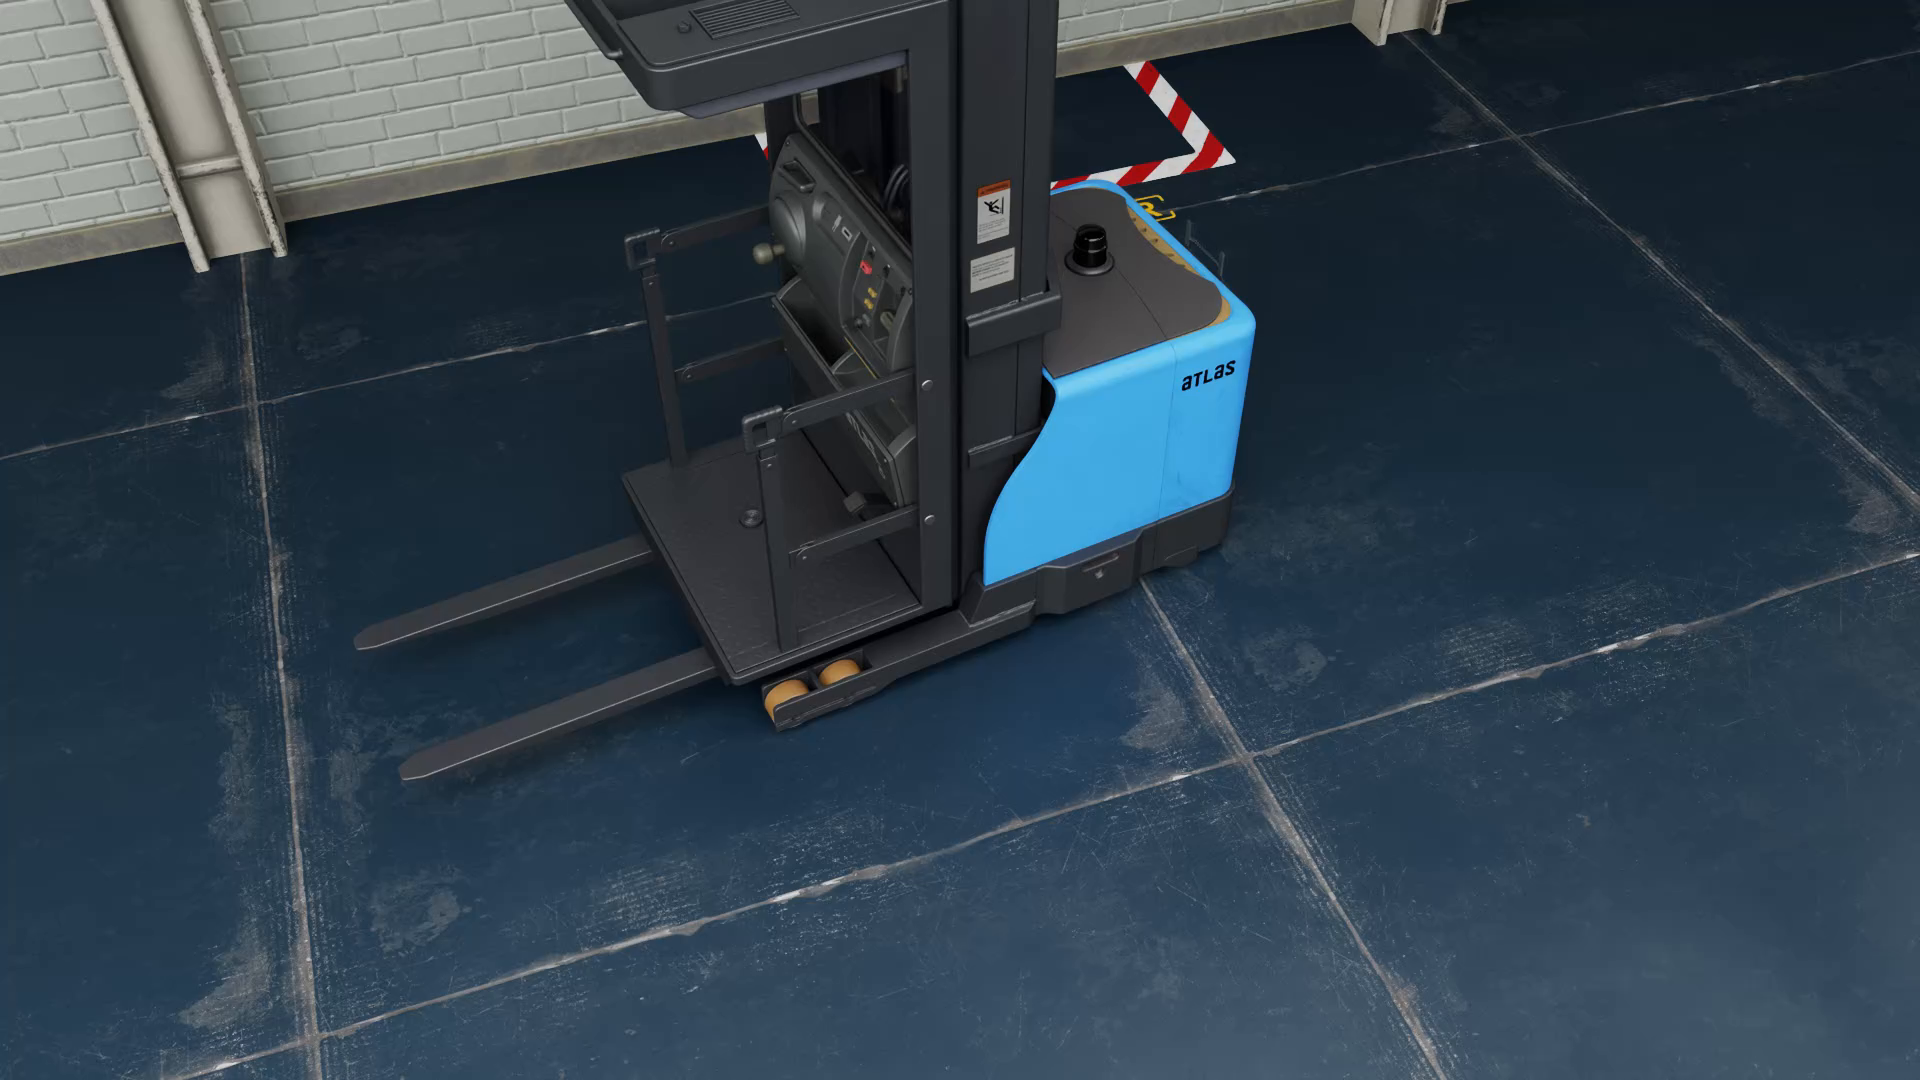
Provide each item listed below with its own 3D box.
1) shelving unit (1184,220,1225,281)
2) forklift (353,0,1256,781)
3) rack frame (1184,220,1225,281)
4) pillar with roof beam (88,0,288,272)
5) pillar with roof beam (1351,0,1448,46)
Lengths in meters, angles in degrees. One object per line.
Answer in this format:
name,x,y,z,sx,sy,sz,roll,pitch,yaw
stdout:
shelving unit,0.808,-0.759,6.370,0.210,0.900,0.258,-20,48,-19
forklift,-0.552,-0.831,5.009,3.031,2.935,1.130,-20,49,-19
rack frame,0.898,-0.791,6.403,0.006,0.900,0.240,-20,48,-19
pillar with roof beam,-1.822,-1.655,1.546,0.400,9.000,9.100,-14,47,-14
pillar with roof beam,3.821,-3.098,2.984,0.400,9.000,9.100,-14,47,-14
